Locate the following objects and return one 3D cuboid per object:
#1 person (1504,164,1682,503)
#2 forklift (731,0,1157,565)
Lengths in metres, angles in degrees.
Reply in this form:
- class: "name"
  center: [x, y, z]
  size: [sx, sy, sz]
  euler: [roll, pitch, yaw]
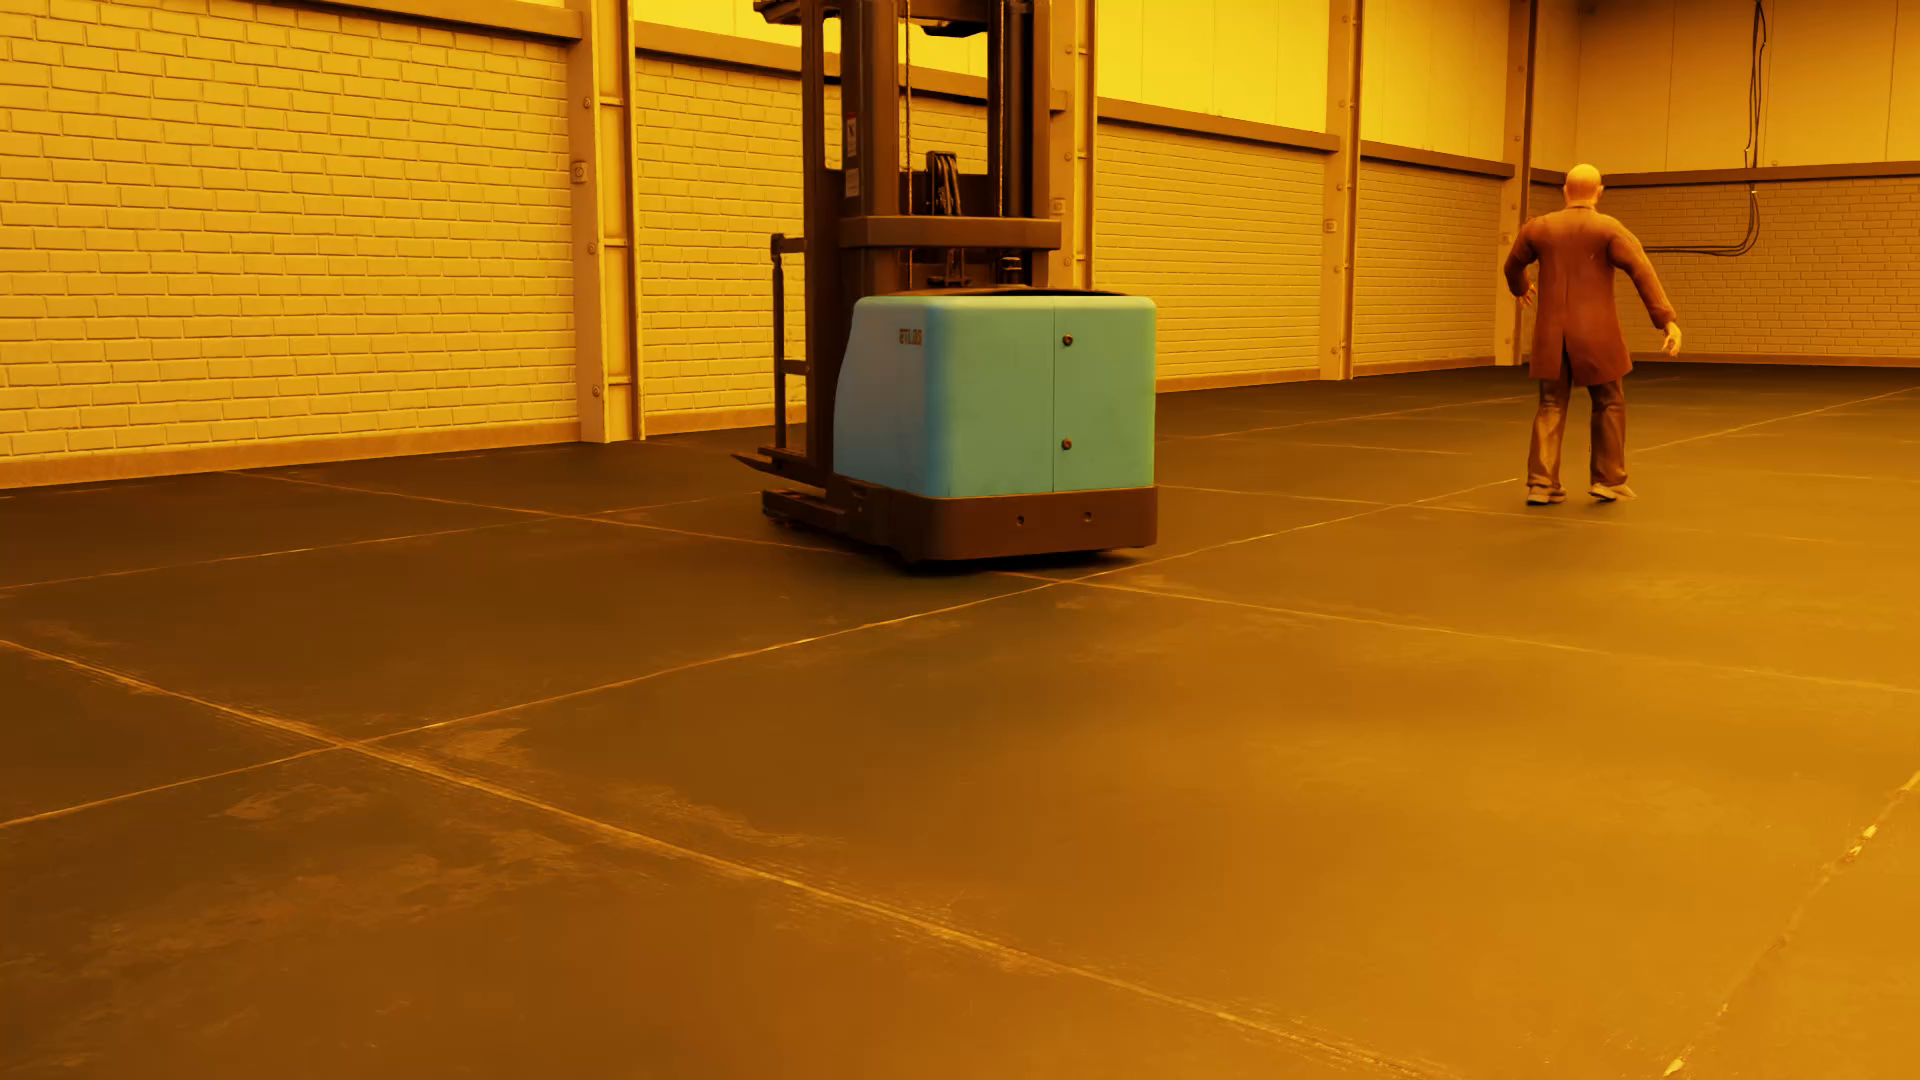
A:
- class: "person"
  center: [3.302, -1.057, 8.718]
  size: [1.049, 1.781, 0.758]
  euler: [8, 11, 43]
- class: "forklift"
  center: [-0.290, -1.525, 7.704]
  size: [1.130, 2.935, 3.031]
  euler: [-4, 9, -26]
